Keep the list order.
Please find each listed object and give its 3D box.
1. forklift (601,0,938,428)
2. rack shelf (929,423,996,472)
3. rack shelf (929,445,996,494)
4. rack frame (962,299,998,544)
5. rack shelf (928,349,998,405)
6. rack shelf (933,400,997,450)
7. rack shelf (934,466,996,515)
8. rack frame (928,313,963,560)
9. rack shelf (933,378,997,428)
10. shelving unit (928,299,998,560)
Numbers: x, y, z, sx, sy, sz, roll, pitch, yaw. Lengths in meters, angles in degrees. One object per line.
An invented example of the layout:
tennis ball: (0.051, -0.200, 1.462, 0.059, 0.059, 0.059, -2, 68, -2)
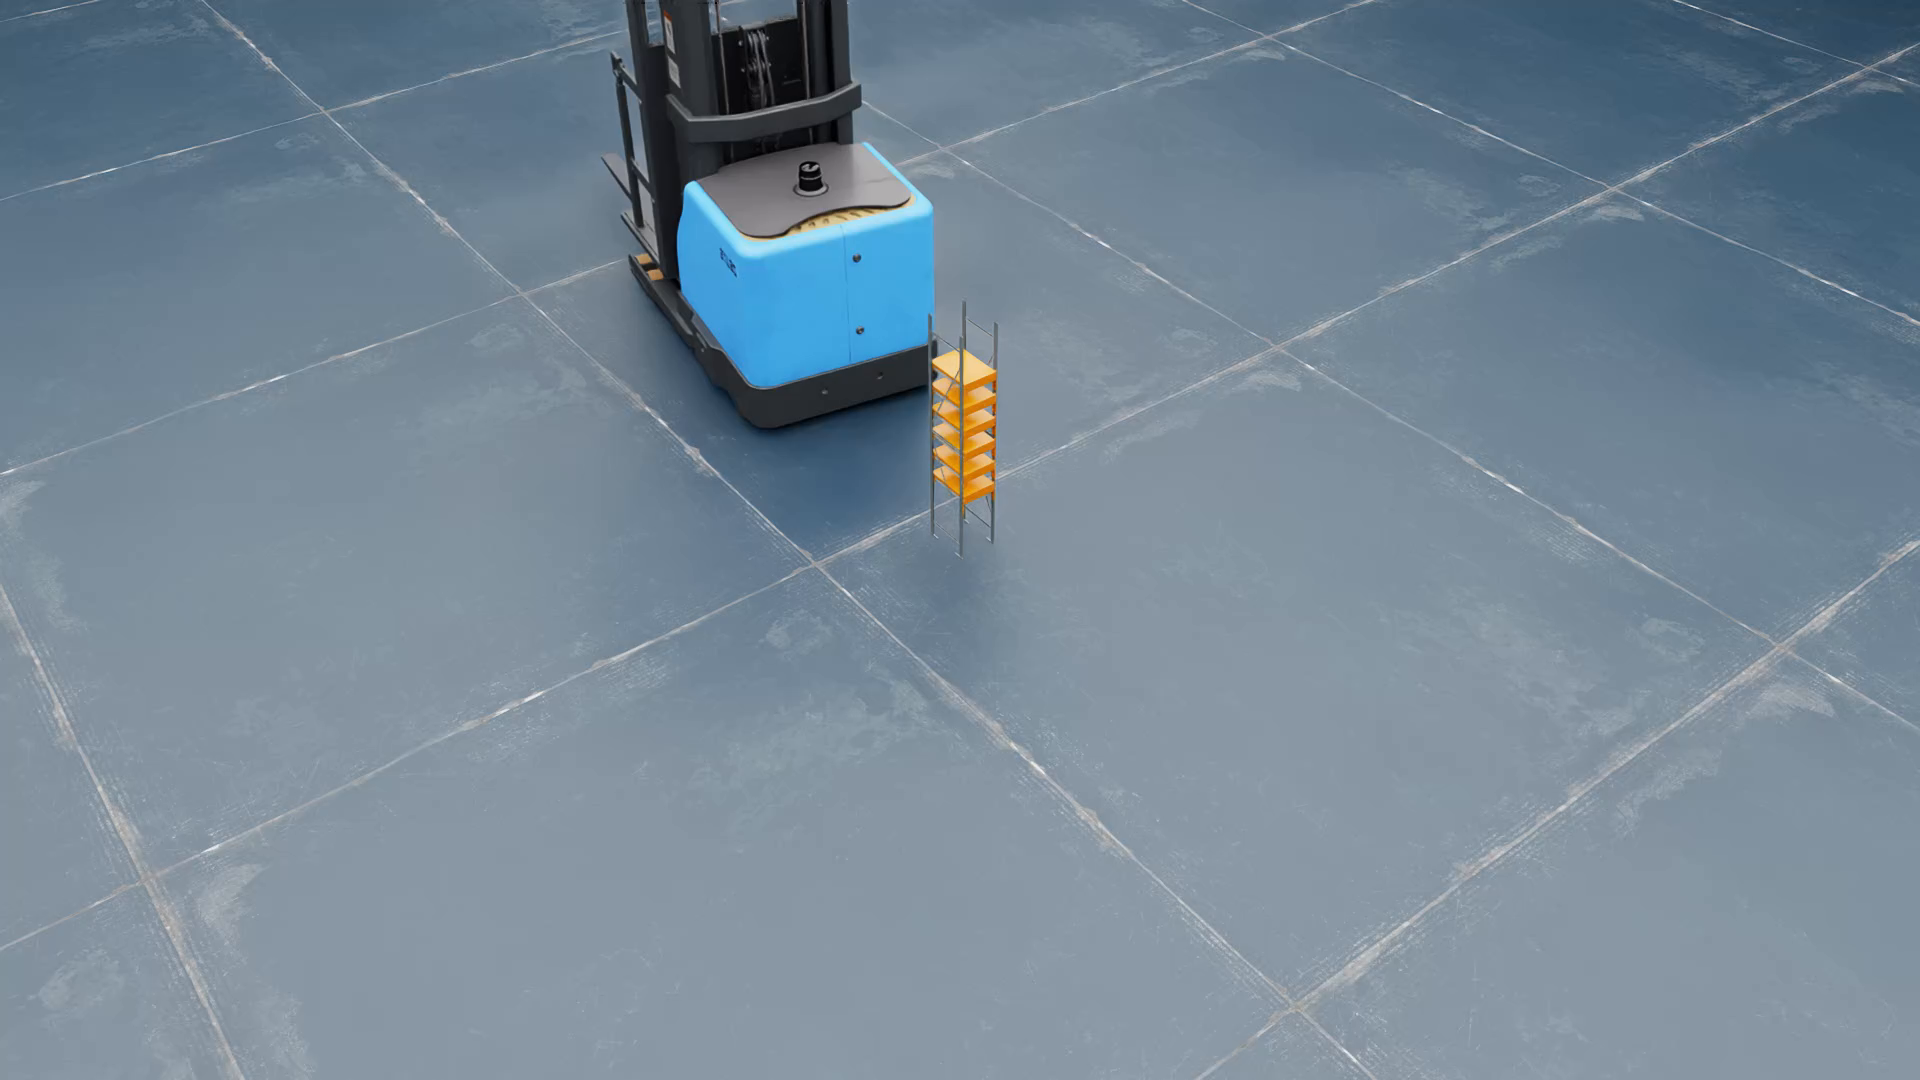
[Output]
forklift: (-1.239, -2.617, 8.629, 1.130, 2.935, 3.031, -18, 43, -21)
rack shelf: (0.011, -0.435, 7.404, 0.180, 0.103, 0.258, -26, 46, -28)
rack shelf: (0.011, -0.342, 7.481, 0.180, 0.103, 0.258, -26, 46, -28)
rack frame: (0.084, -0.505, 7.419, 0.006, 1.200, 0.240, -26, 46, -28)
rack shelf: (0.011, -0.713, 7.176, 0.180, 0.103, 0.258, -26, 46, -28)
rack shelf: (0.011, -0.528, 7.328, 0.180, 0.103, 0.258, -26, 46, -28)
rack shelf: (0.011, -0.250, 7.557, 0.180, 0.103, 0.258, -26, 46, -28)
rack frame: (-0.061, -0.434, 7.333, 0.006, 1.200, 0.240, -26, 46, -28)
rack shelf: (0.011, -0.621, 7.252, 0.180, 0.103, 0.258, -26, 46, -28)
shelving unit: (0.011, -0.469, 7.376, 0.189, 1.200, 0.258, -26, 46, -28)
